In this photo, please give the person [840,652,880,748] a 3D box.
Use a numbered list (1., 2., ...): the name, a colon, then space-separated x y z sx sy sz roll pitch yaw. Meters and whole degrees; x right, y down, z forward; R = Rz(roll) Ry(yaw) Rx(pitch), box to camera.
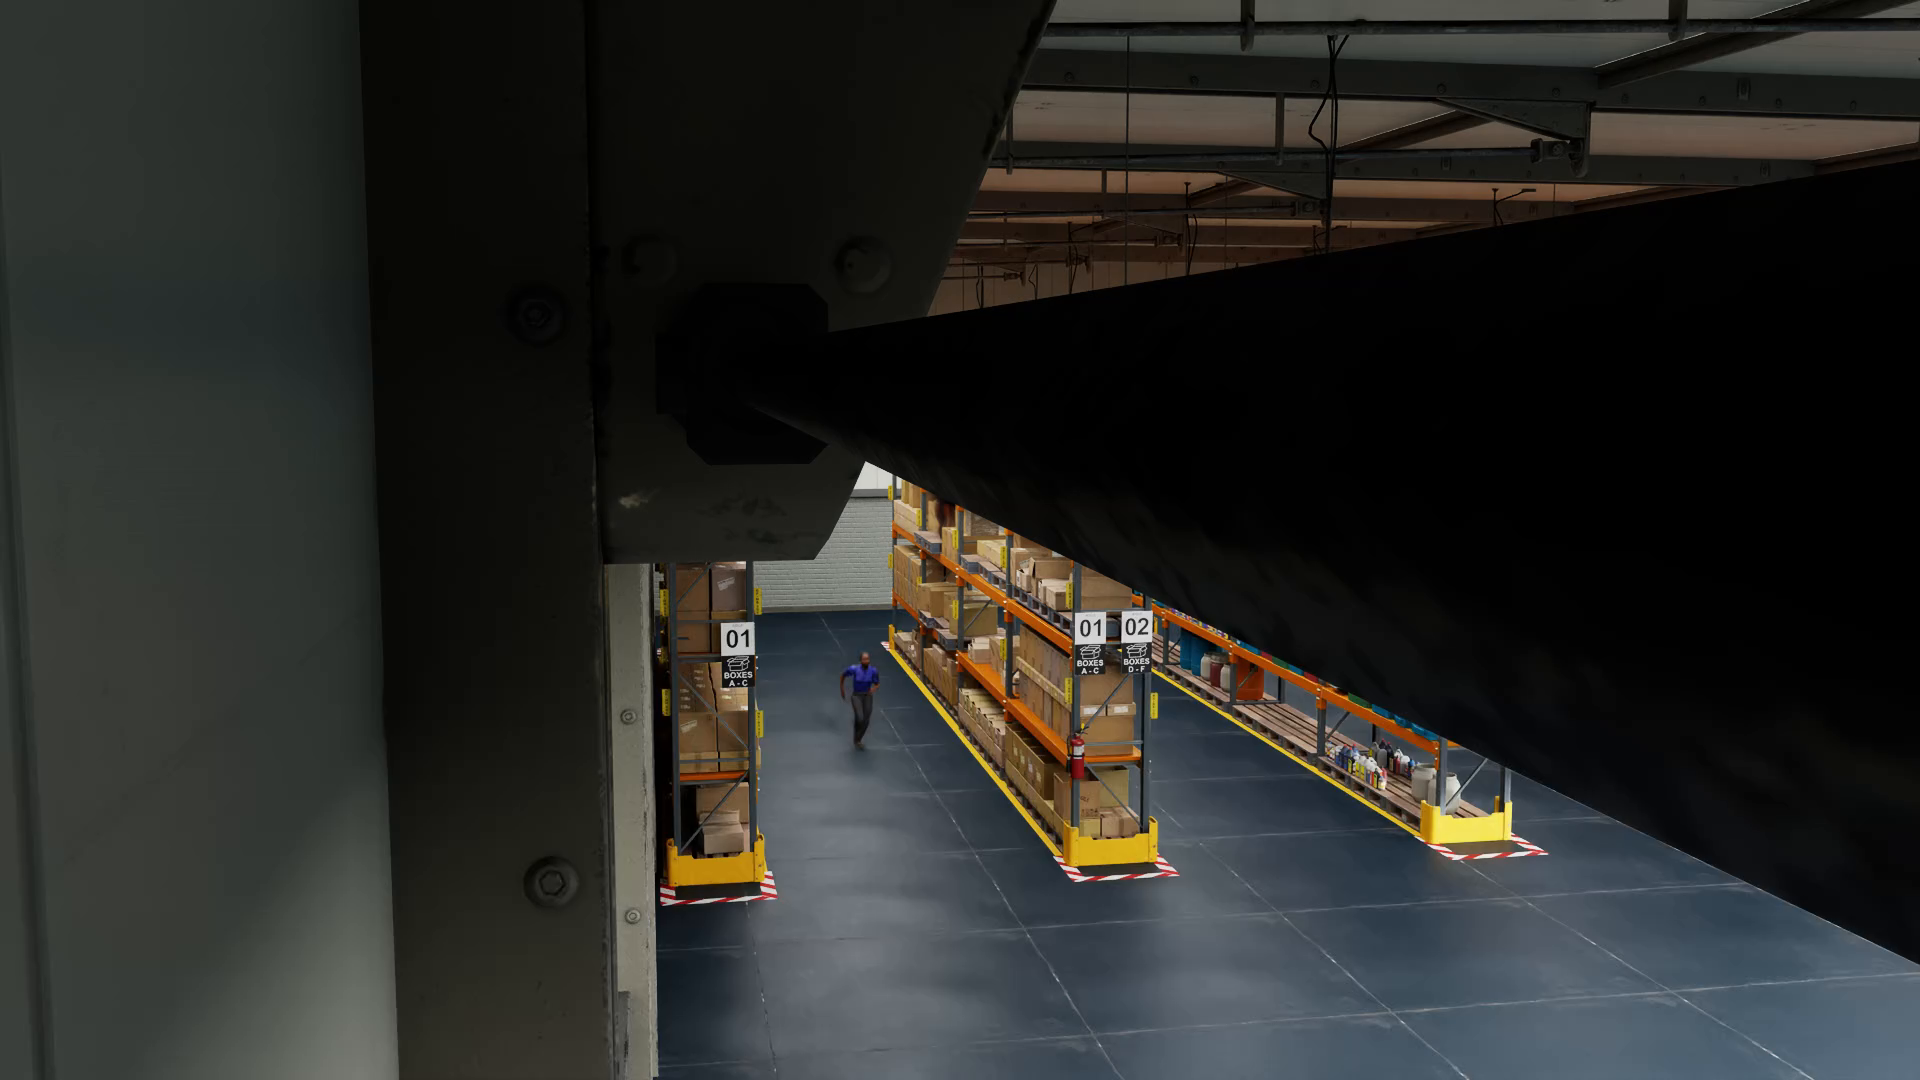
1. person: -1.600 2.616 27.046 0.616 1.603 0.644 -2 6 -16
